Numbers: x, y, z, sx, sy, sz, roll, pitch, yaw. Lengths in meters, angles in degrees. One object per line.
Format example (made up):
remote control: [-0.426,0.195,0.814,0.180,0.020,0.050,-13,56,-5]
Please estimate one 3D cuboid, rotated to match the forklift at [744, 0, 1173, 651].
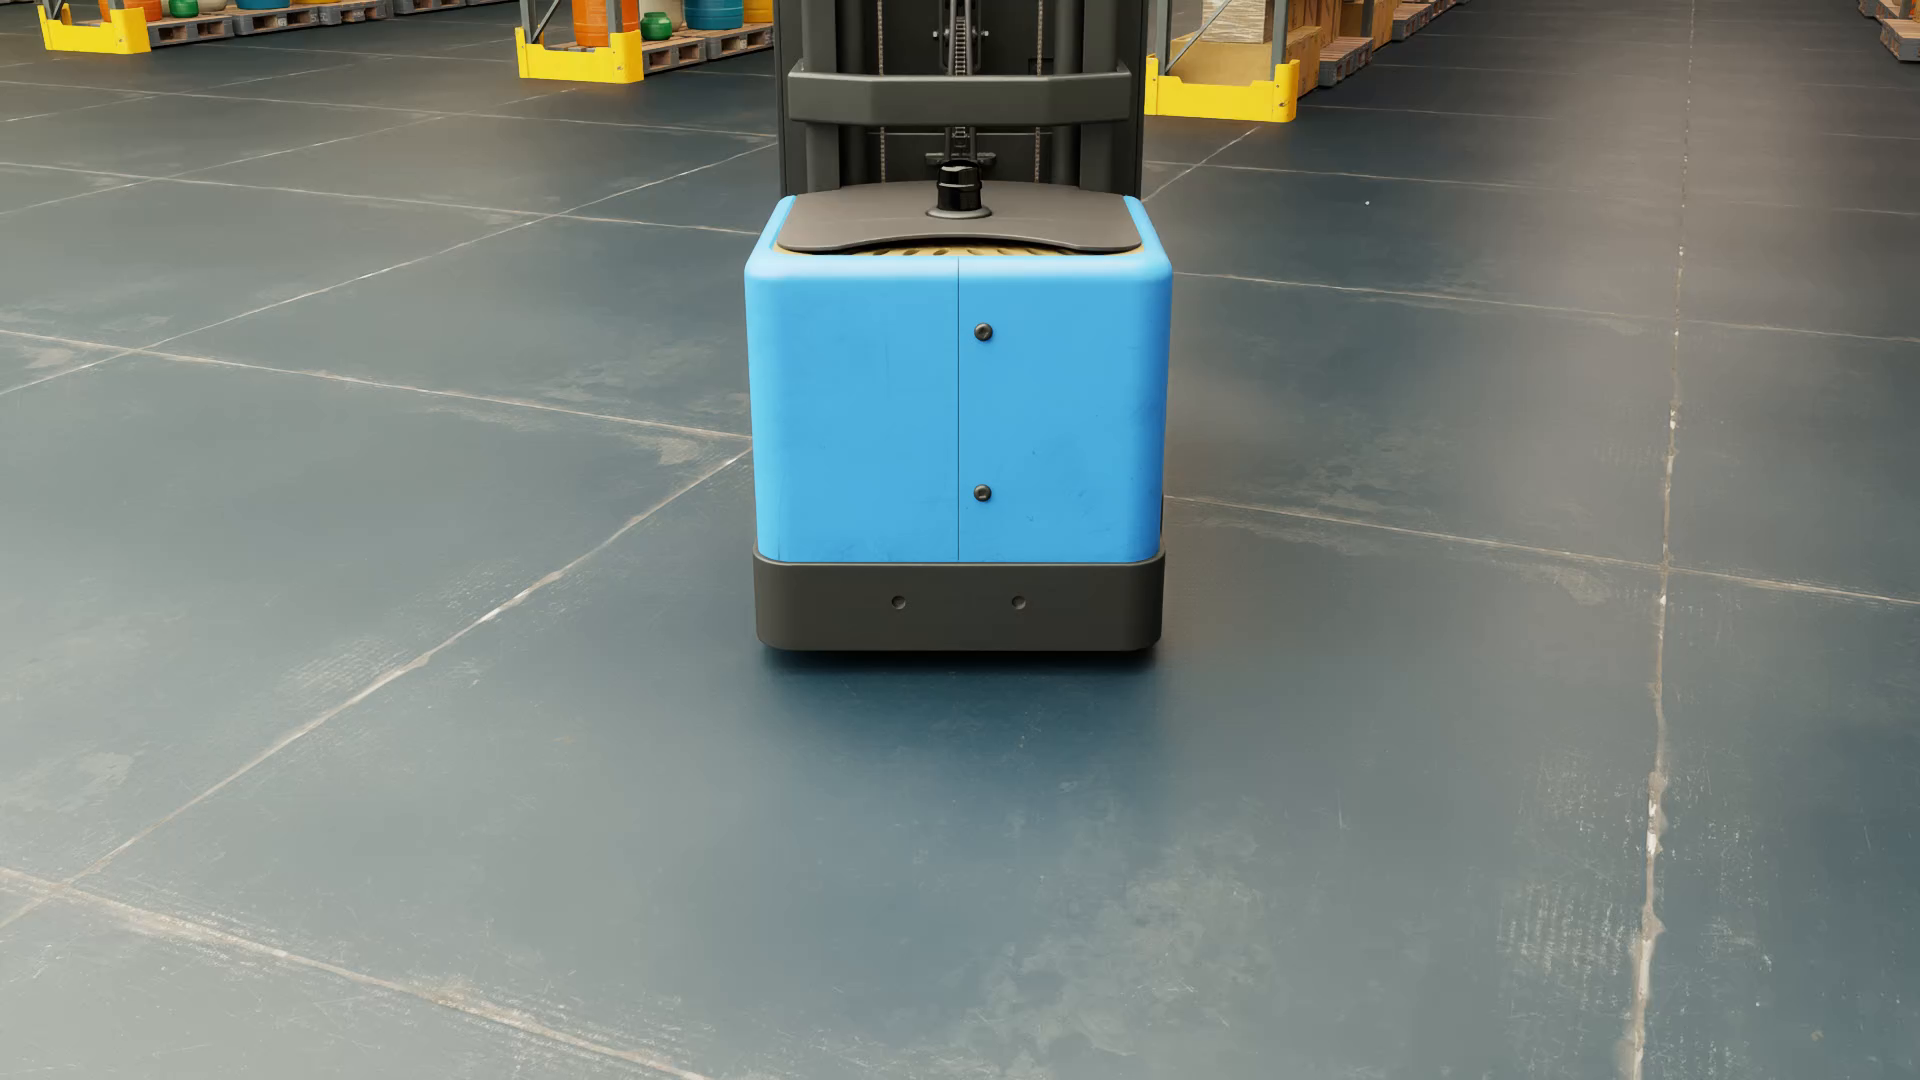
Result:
forklift: [0.002,-1.587,5.089,1.130,2.935,3.031,0,23,0]
